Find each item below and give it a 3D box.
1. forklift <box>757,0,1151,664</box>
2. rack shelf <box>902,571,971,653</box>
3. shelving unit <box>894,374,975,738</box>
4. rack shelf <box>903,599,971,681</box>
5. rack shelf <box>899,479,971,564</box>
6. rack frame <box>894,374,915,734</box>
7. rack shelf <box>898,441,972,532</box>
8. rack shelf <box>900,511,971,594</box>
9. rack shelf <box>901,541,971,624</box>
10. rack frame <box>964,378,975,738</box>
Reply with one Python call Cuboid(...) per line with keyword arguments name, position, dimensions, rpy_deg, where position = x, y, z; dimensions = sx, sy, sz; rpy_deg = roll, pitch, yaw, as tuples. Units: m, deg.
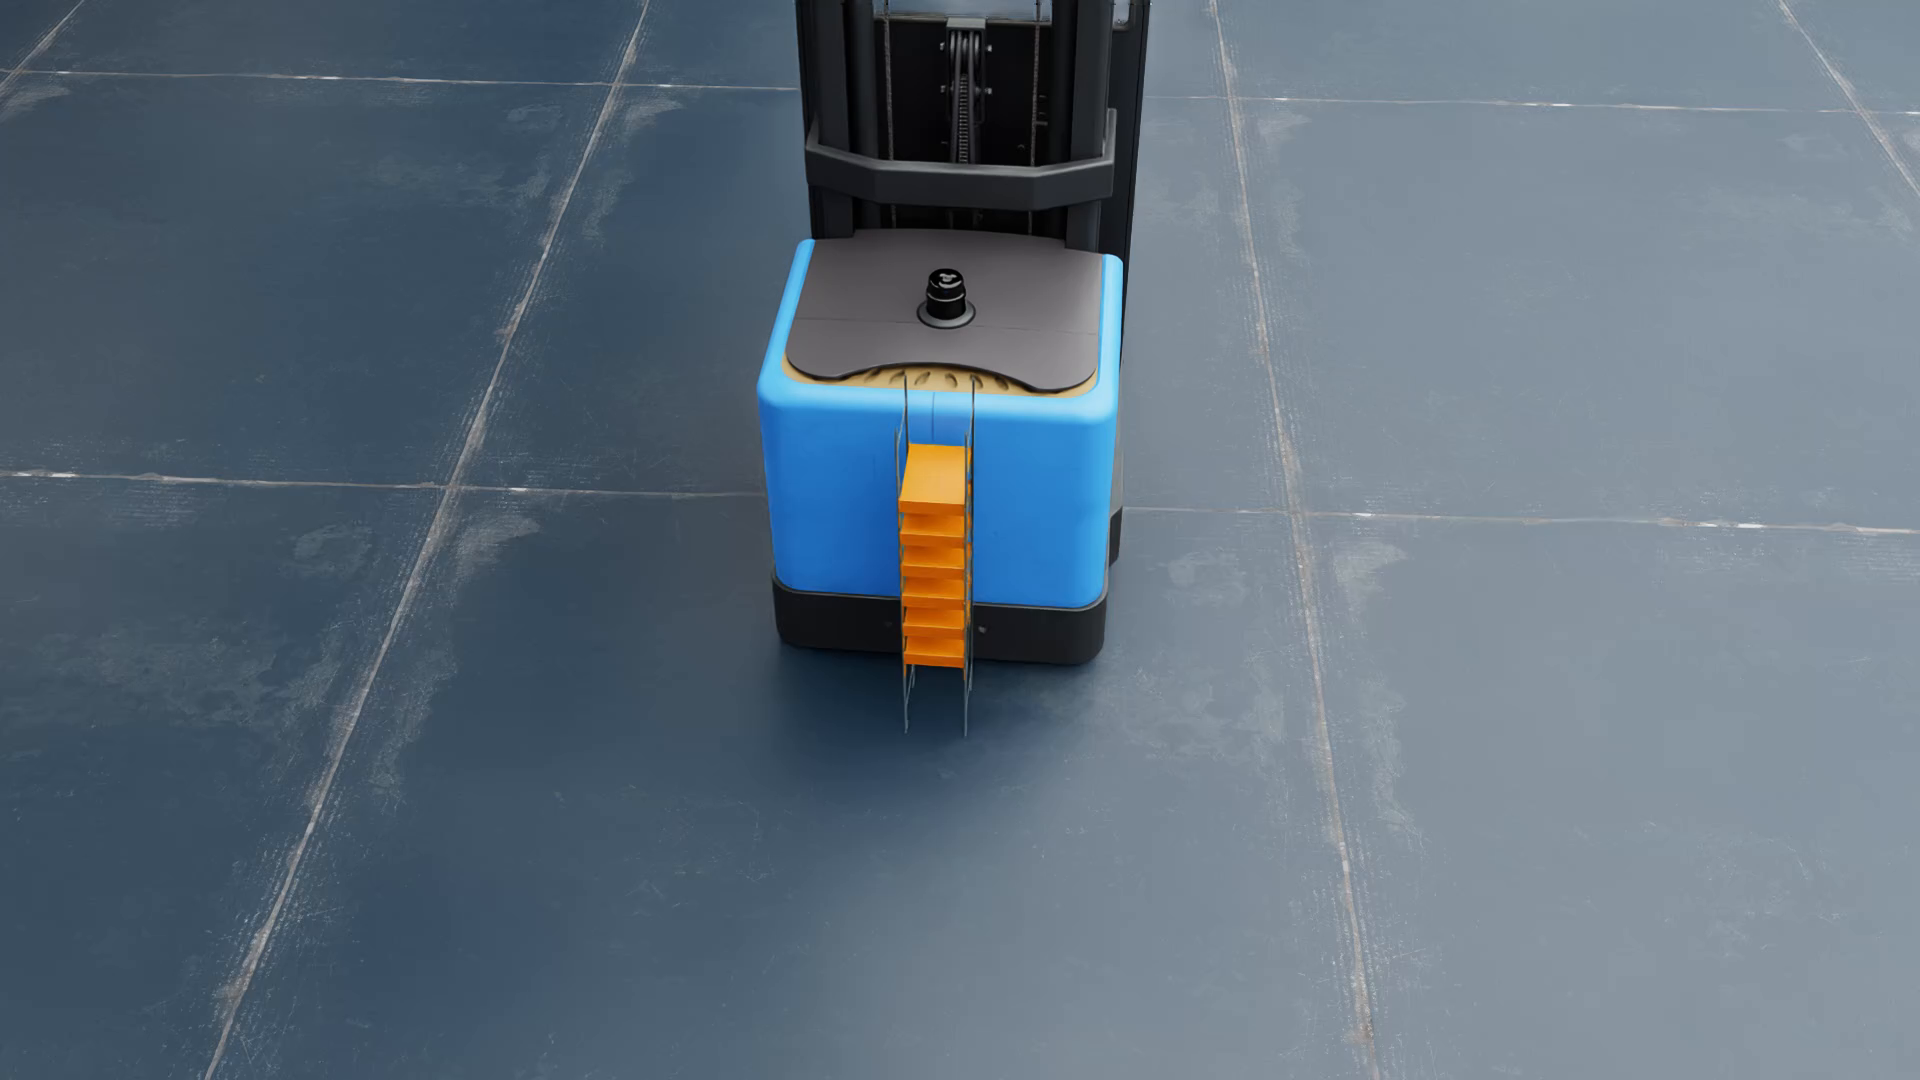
Cuboid(name="forklift", position=(0.061, -1.683, 5.406), dimensions=(1.130, 2.935, 3.031), rpy_deg=(4, 43, 4))
Cuboid(name="rack shelf", position=(-0.065, 0.201, 4.895), dimensions=(0.180, 0.103, 0.258), rpy_deg=(4, 43, 4))
Cuboid(name="shelving unit", position=(-0.065, 0.081, 4.782), dimensions=(0.189, 1.200, 0.258), rpy_deg=(4, 43, 4))
Cuboid(name="rack shelf", position=(-0.065, 0.289, 4.977), dimensions=(0.180, 0.103, 0.258), rpy_deg=(4, 43, 4))
Cuboid(name="rack shelf", position=(-0.065, -0.062, 4.649), dimensions=(0.180, 0.103, 0.258), rpy_deg=(4, 43, 4))
Cuboid(name="rack frame", position=(-0.156, 0.075, 4.789), dimensions=(0.006, 1.200, 0.240), rpy_deg=(4, 43, 4))
Cuboid(name="rack shelf", position=(-0.065, -0.150, 4.567), dimensions=(0.180, 0.103, 0.258), rpy_deg=(4, 43, 4))
Cuboid(name="rack shelf", position=(-0.065, 0.026, 4.731), dimensions=(0.180, 0.103, 0.258), rpy_deg=(4, 43, 4))
Cuboid(name="rack shelf", position=(-0.065, 0.114, 4.813), dimensions=(0.180, 0.103, 0.258), rpy_deg=(4, 43, 4))
Cuboid(name="rack frame", position=(0.026, 0.087, 4.776), dimensions=(0.006, 1.200, 0.240), rpy_deg=(4, 43, 4))
